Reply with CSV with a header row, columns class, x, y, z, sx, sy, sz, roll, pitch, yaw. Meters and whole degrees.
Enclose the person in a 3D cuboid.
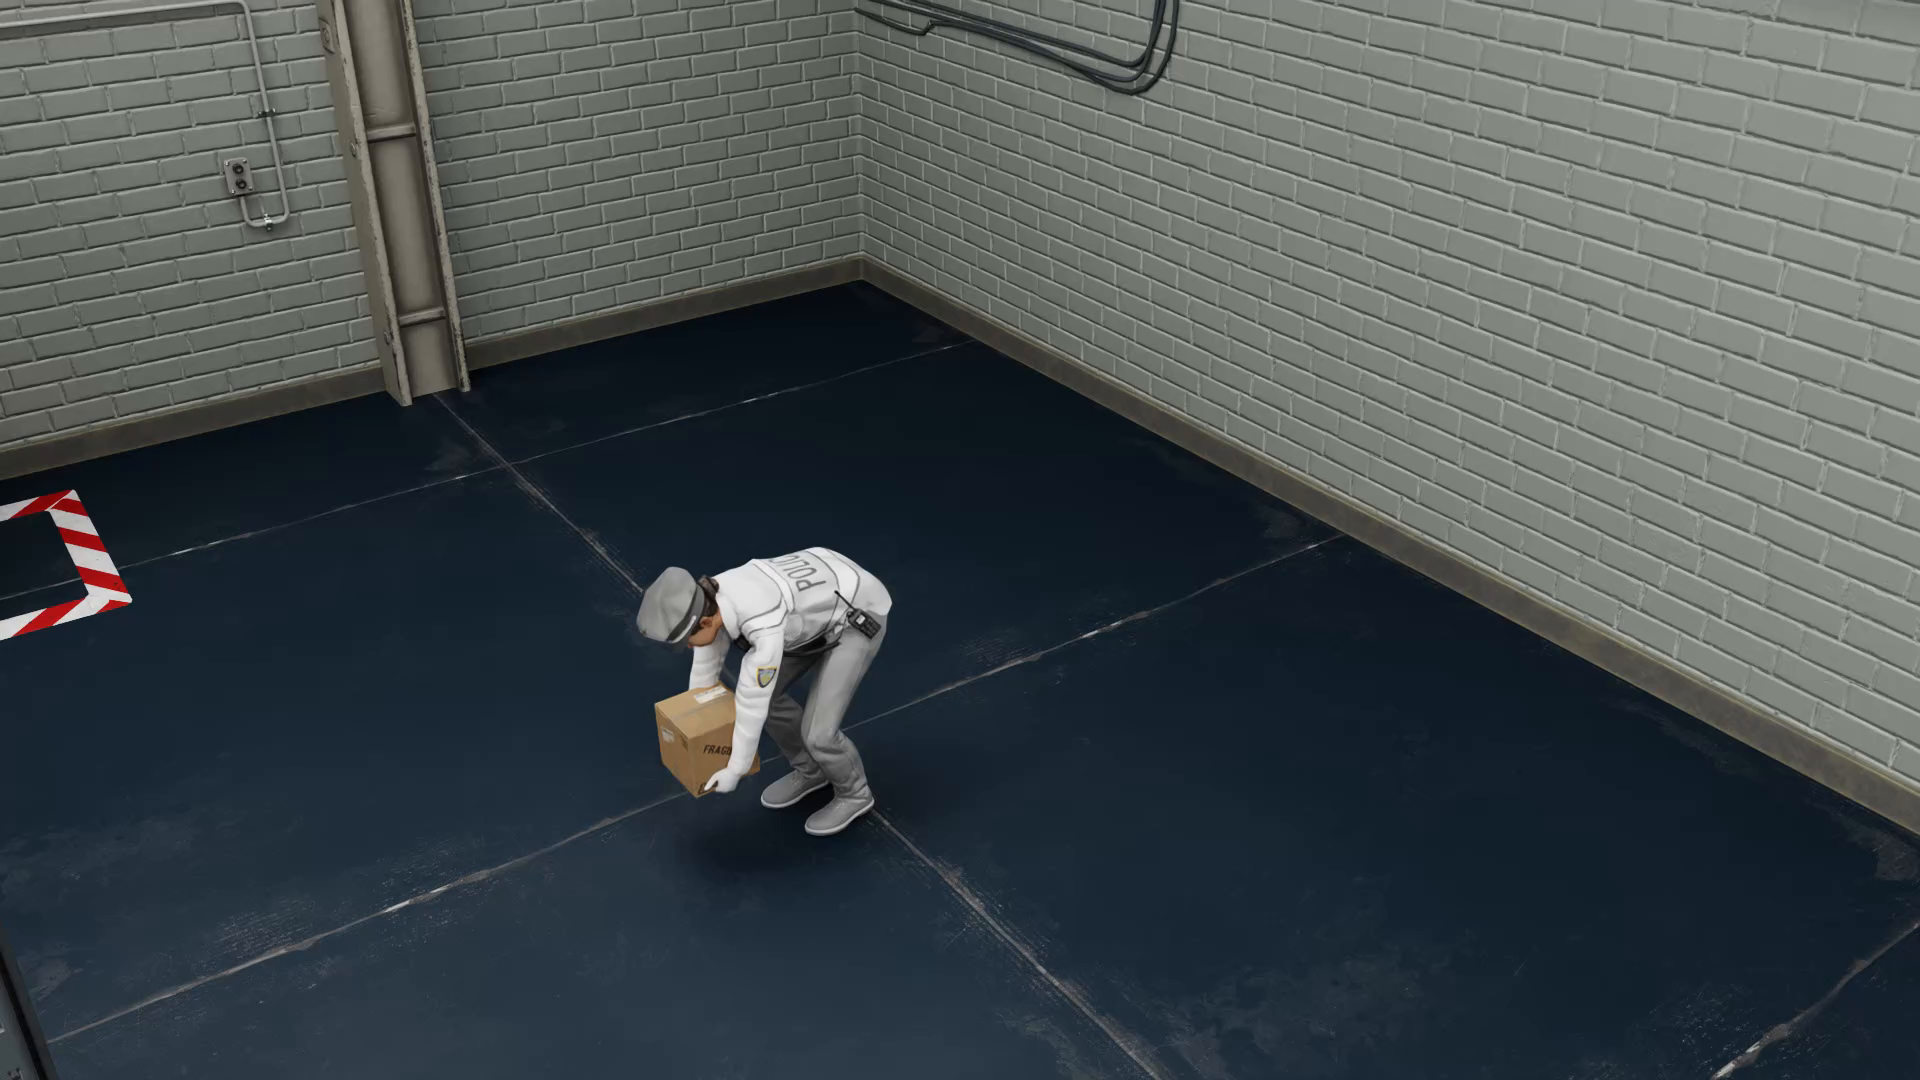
class,x,y,z,sx,sy,sz,roll,pitch,yaw
person,-0.651,0.519,5.718,0.915,1.148,0.434,-21,35,-33
